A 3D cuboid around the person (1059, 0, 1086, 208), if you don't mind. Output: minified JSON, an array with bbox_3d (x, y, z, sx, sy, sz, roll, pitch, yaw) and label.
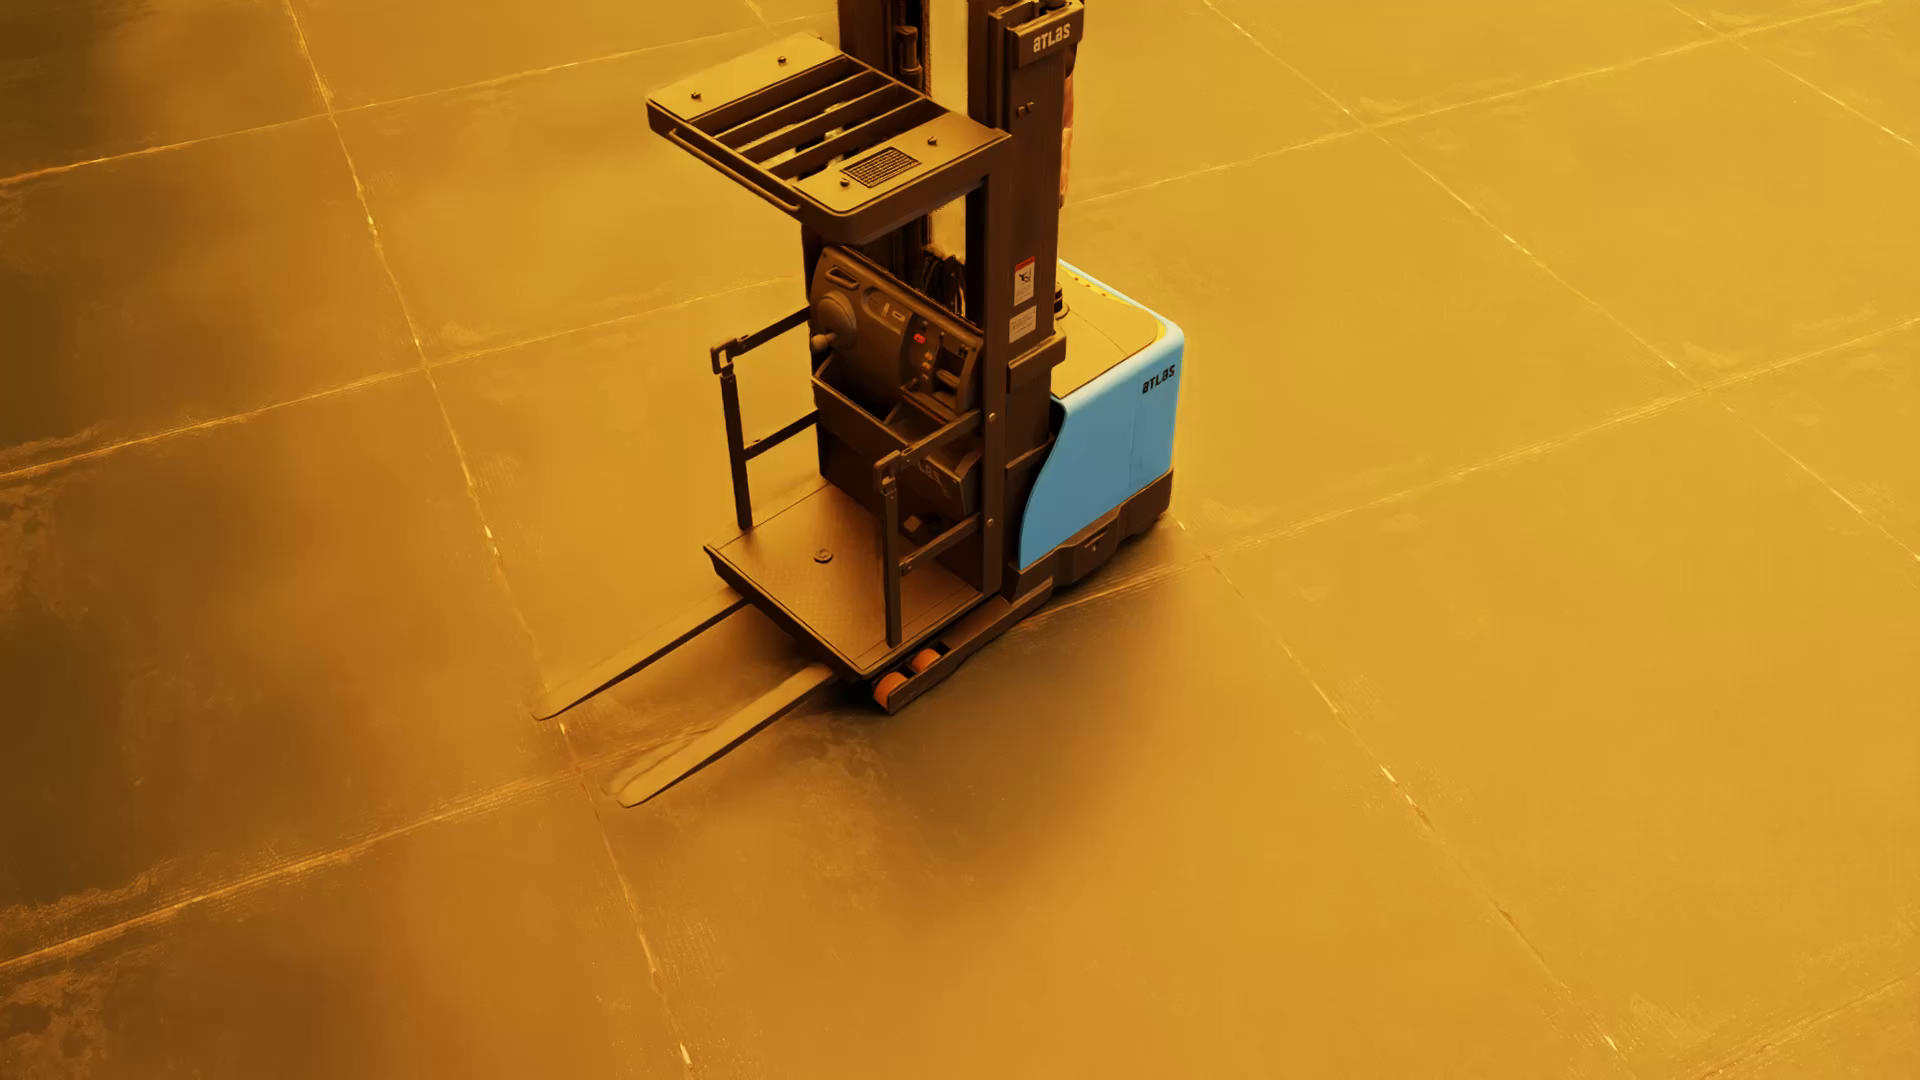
[{"bbox_3d":[0.447,-2.733,9.585,0.560,1.640,0.902,-6,43,-7],"label":"person"}]

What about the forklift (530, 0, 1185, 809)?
[{"bbox_3d":[-0.419,-0.751,6.485,3.031,2.935,1.130,-33,52,-30],"label":"forklift"}]
